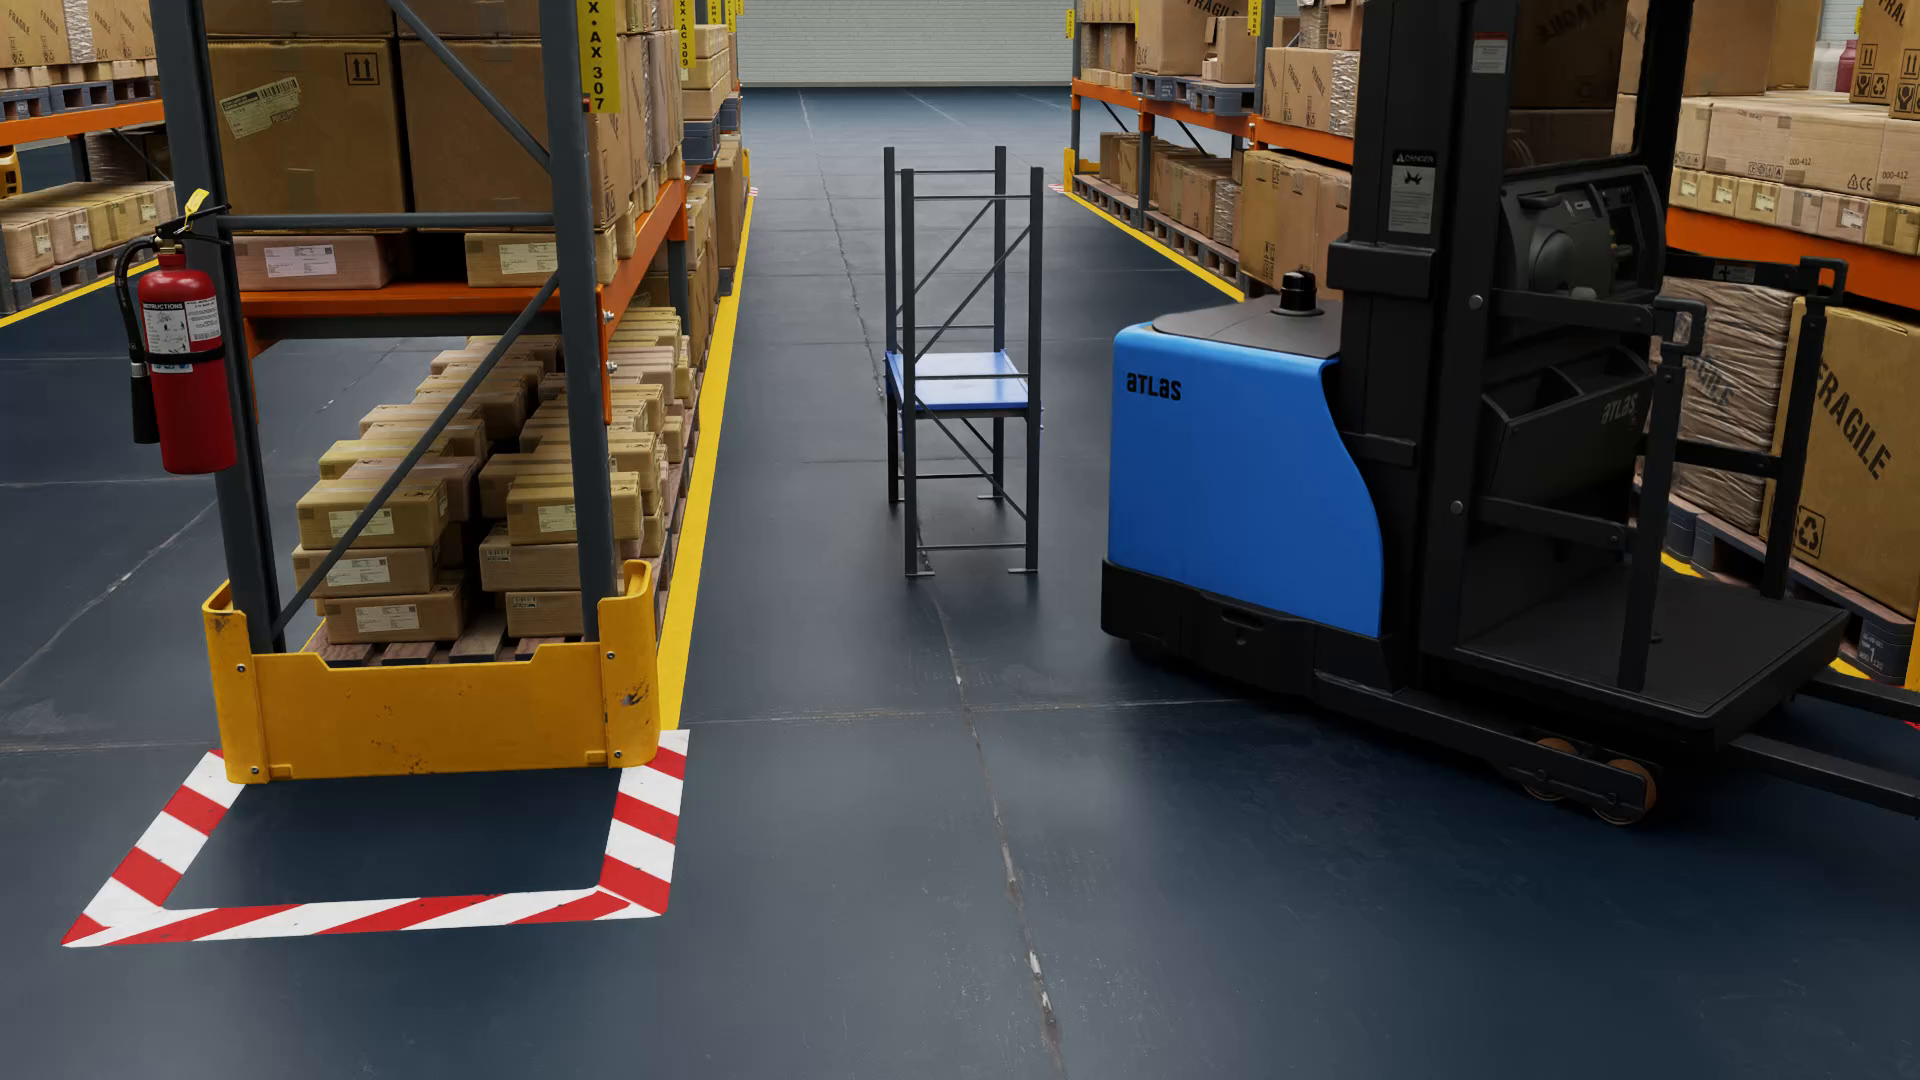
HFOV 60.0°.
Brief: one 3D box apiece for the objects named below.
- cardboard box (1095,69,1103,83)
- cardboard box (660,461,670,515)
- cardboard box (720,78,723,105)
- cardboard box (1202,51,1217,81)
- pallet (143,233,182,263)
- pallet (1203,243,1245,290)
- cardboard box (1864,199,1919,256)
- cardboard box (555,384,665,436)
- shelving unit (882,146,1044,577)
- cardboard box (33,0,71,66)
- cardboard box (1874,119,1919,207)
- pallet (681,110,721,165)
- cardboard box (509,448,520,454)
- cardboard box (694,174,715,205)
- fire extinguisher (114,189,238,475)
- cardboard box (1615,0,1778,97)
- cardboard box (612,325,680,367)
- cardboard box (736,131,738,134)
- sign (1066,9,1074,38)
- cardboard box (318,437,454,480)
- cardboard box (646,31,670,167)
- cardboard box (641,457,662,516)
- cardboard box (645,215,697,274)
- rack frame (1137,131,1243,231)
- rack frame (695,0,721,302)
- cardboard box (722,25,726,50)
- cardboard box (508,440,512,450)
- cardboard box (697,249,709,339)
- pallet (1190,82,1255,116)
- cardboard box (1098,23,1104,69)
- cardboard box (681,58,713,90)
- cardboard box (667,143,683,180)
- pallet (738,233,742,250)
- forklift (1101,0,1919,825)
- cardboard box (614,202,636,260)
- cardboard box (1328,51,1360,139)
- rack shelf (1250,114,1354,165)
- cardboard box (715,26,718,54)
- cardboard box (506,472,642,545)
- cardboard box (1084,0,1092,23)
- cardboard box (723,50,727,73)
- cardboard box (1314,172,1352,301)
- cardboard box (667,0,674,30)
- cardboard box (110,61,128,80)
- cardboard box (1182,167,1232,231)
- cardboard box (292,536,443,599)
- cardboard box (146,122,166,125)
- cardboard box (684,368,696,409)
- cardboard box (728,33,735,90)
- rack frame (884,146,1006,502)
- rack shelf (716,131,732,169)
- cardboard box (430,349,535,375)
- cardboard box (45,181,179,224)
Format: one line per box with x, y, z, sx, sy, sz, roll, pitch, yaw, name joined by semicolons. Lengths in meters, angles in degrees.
1.719;-5.187;18.610;0.380;0.149;0.250;-2;18;-6;cardboard box
-1.303;-0.192;6.341;0.380;0.149;0.250;-3;18;-8;cardboard box
-1.608;-2.675;9.909;0.380;0.149;0.250;-3;18;-8;cardboard box
2.229;-3.939;13.739;0.396;0.266;0.258;-2;18;-7;cardboard box
-7.518;-2.637;14.725;1.003;0.211;1.213;-2;18;-6;pallet
2.590;-2.217;13.385;1.003;0.211;1.213;-2;18;-6;pallet
3.102;-0.984;5.223;0.380;0.149;0.250;-2;18;-5;cardboard box
-1.321;-0.490;6.294;0.380;0.149;0.250;-2;17;-5;cardboard box
-0.009;-0.741;6.533;0.538;1.500;1.048;-2;18;-6;shelving unit
-7.126;-3.852;12.575;0.500;0.500;0.500;-1;17;-5;cardboard box
3.181;-1.137;5.045;0.500;0.250;0.500;-2;18;-7;cardboard box
-1.796;-2.140;8.806;1.003;0.211;1.213;-2;18;-6;pallet
-1.867;-0.260;6.555;0.380;0.149;0.250;-1;17;-4;cardboard box
-1.943;-2.361;11.409;0.500;0.250;0.500;-2;18;-7;cardboard box
-1.882;-0.503;4.024;0.296;0.674;0.183;-2;18;-6;fire extinguisher
2.979;-2.098;6.854;0.500;0.500;0.500;-2;18;-7;cardboard box
-1.468;-0.876;7.526;0.380;0.149;0.250;-2;18;-6;cardboard box
-2.871;-4.299;18.209;0.875;0.875;0.875;-2;18;-7;cardboard box
1.305;-6.094;19.634;0.100;0.325;0.005;-2;18;-6;sign
-1.878;-0.231;5.471;0.380;0.149;0.250;-2;18;-7;cardboard box
-1.429;-1.751;6.582;0.500;0.500;0.500;-2;18;-6;cardboard box
-1.252;-0.187;5.827;0.380;0.149;0.250;-1;17;-4;cardboard box
-1.675;-1.593;8.964;0.500;0.250;0.500;-3;18;-8;cardboard box
2.257;-4.506;16.022;1.000;3.000;0.127;-2;18;-6;rack frame
-2.274;-3.191;11.833;1.000;3.000;0.127;-2;18;-6;rack frame
-1.686;-3.191;10.559;0.380;0.149;0.250;-1;17;-4;cardboard box
-1.973;-0.405;6.521;0.380;0.149;0.250;-2;18;-5;cardboard box
-1.731;-1.393;9.578;0.500;0.500;0.500;-1;17;-3;cardboard box
2.490;-3.432;12.920;1.213;0.211;1.003;-2;18;-6;pallet
2.045;-5.577;18.771;0.875;0.500;0.500;-2;18;-6;cardboard box
-1.445;-2.353;8.387;0.380;0.149;0.250;-1;17;-5;cardboard box
-1.465;-1.728;7.593;0.380;0.149;0.250;-2;18;-7;cardboard box
-2.532;-2.825;15.322;1.003;0.211;1.213;-2;18;-6;pallet
1.871;-0.834;4.440;3.031;2.935;1.130;16;24;42;forklift
-1.199;-0.951;5.117;0.380;0.149;0.250;-2;18;-7;cardboard box
2.610;-2.753;10.273;0.500;0.500;0.500;-2;18;-5;cardboard box
2.876;-2.375;10.435;1.077;0.370;4.000;-2;18;-6;rack shelf
-1.554;-2.805;9.330;0.380;0.149;0.250;-2;18;-6;cardboard box
-1.165;-0.098;5.047;0.380;0.149;0.250;-3;18;-8;cardboard box
1.675;-6.043;18.584;0.500;0.500;0.500;-2;18;-6;cardboard box
-1.686;-3.048;10.600;0.380;0.149;0.250;-2;18;-6;cardboard box
2.903;-1.765;10.138;1.225;0.875;0.875;-2;18;-8;cardboard box
-1.544;-2.534;7.409;0.500;0.500;0.500;-2;18;-8;cardboard box
-7.171;-3.905;13.825;0.380;0.149;0.250;-2;18;-5;cardboard box
2.387;-3.030;14.760;0.700;0.500;0.500;-3;18;-10;cardboard box
-1.788;0.062;5.034;0.380;0.149;0.250;-2;18;-7;cardboard box
-8.100;-4.076;17.291;0.500;0.500;0.500;-1;17;-5;cardboard box
-1.483;-0.733;8.063;0.380;0.149;0.250;-2;17;-5;cardboard box
-2.755;-4.892;17.000;0.875;0.550;0.550;-2;18;-6;cardboard box
-0.061;-0.892;7.016;0.500;1.500;0.032;-2;18;-6;rack frame
-2.481;-3.444;13.839;1.077;0.370;4.000;-2;18;-6;rack shelf
-1.993;-0.701;6.968;0.380;0.149;0.250;-1;17;-4;cardboard box
-7.544;-2.990;14.880;0.950;0.372;0.625;-2;17;-5;cardboard box
